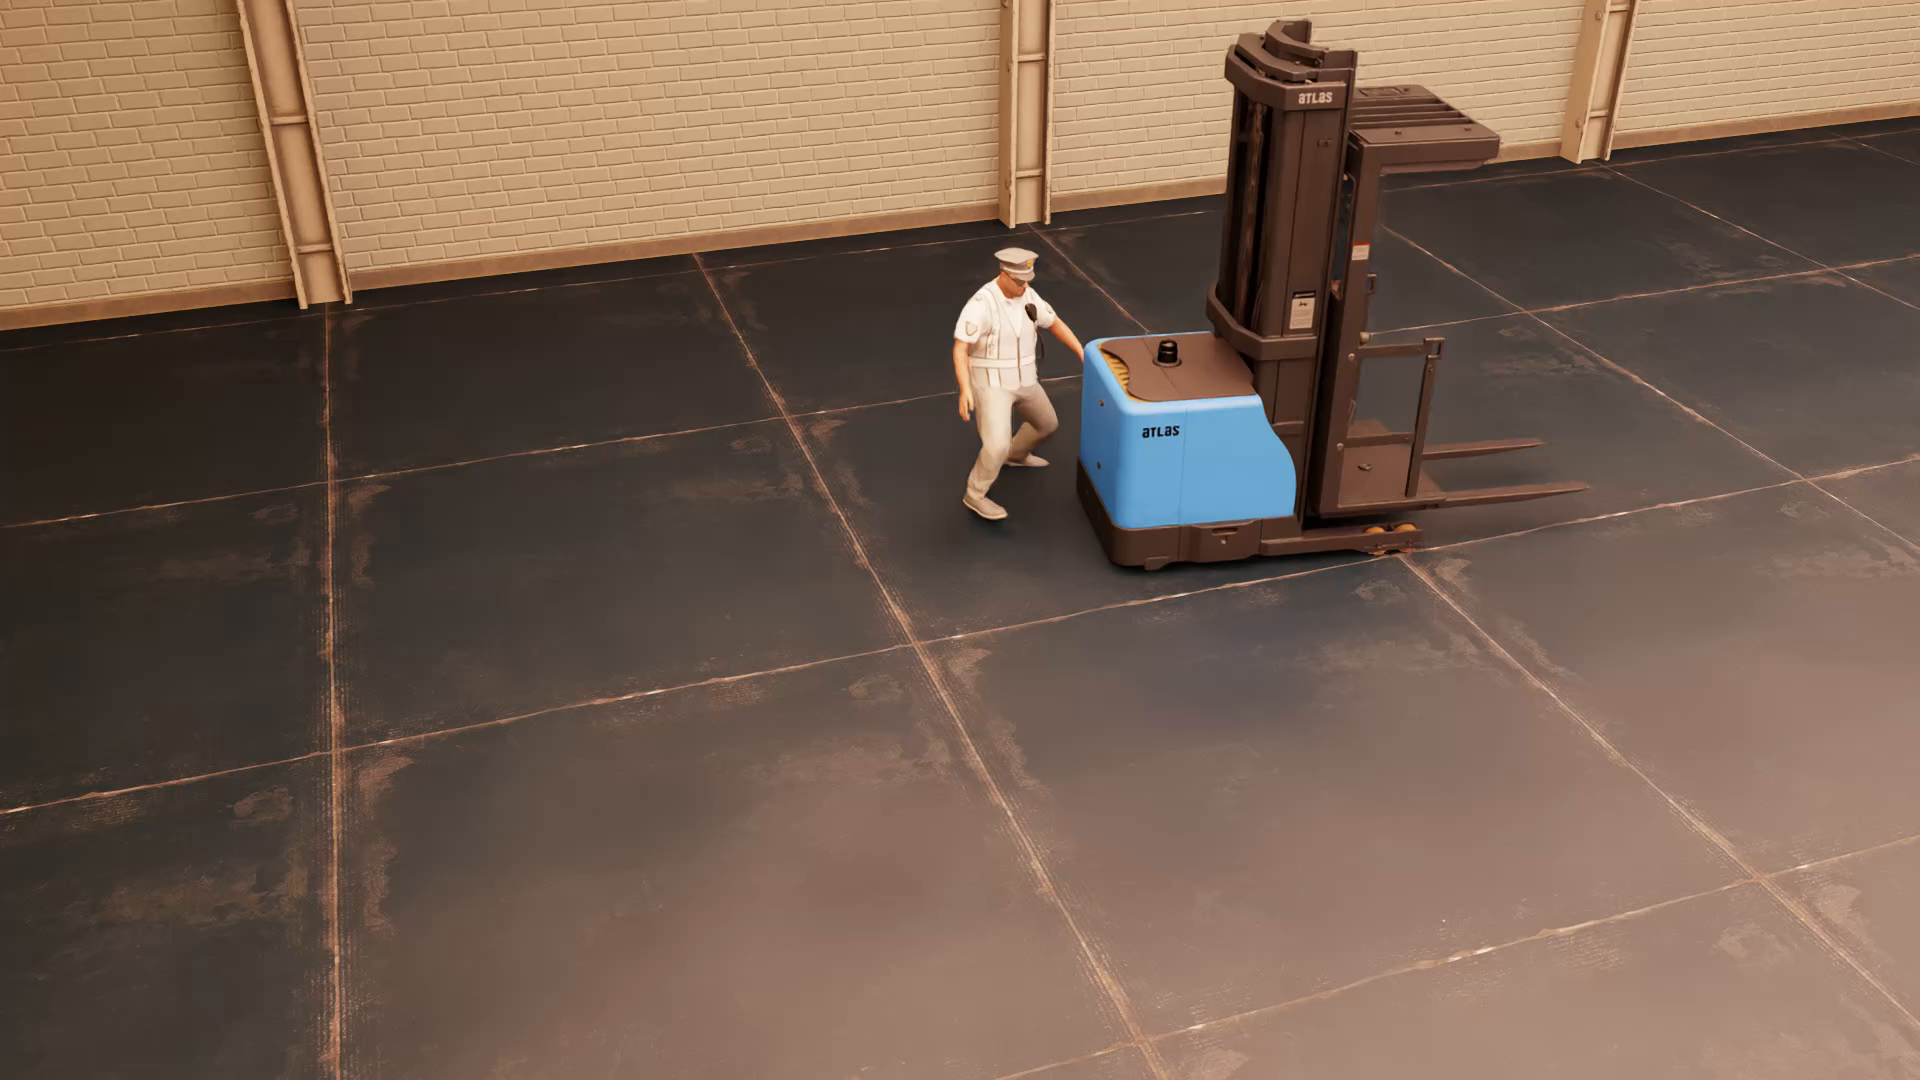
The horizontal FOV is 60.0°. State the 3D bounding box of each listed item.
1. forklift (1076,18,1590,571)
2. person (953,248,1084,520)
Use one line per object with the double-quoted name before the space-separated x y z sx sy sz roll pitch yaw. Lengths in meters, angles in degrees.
"forklift" 2.294 -1.434 9.580 3.031 2.935 1.130 -5 30 -8
"person" 0.341 -0.996 10.191 0.971 1.628 0.727 -20 35 -31
